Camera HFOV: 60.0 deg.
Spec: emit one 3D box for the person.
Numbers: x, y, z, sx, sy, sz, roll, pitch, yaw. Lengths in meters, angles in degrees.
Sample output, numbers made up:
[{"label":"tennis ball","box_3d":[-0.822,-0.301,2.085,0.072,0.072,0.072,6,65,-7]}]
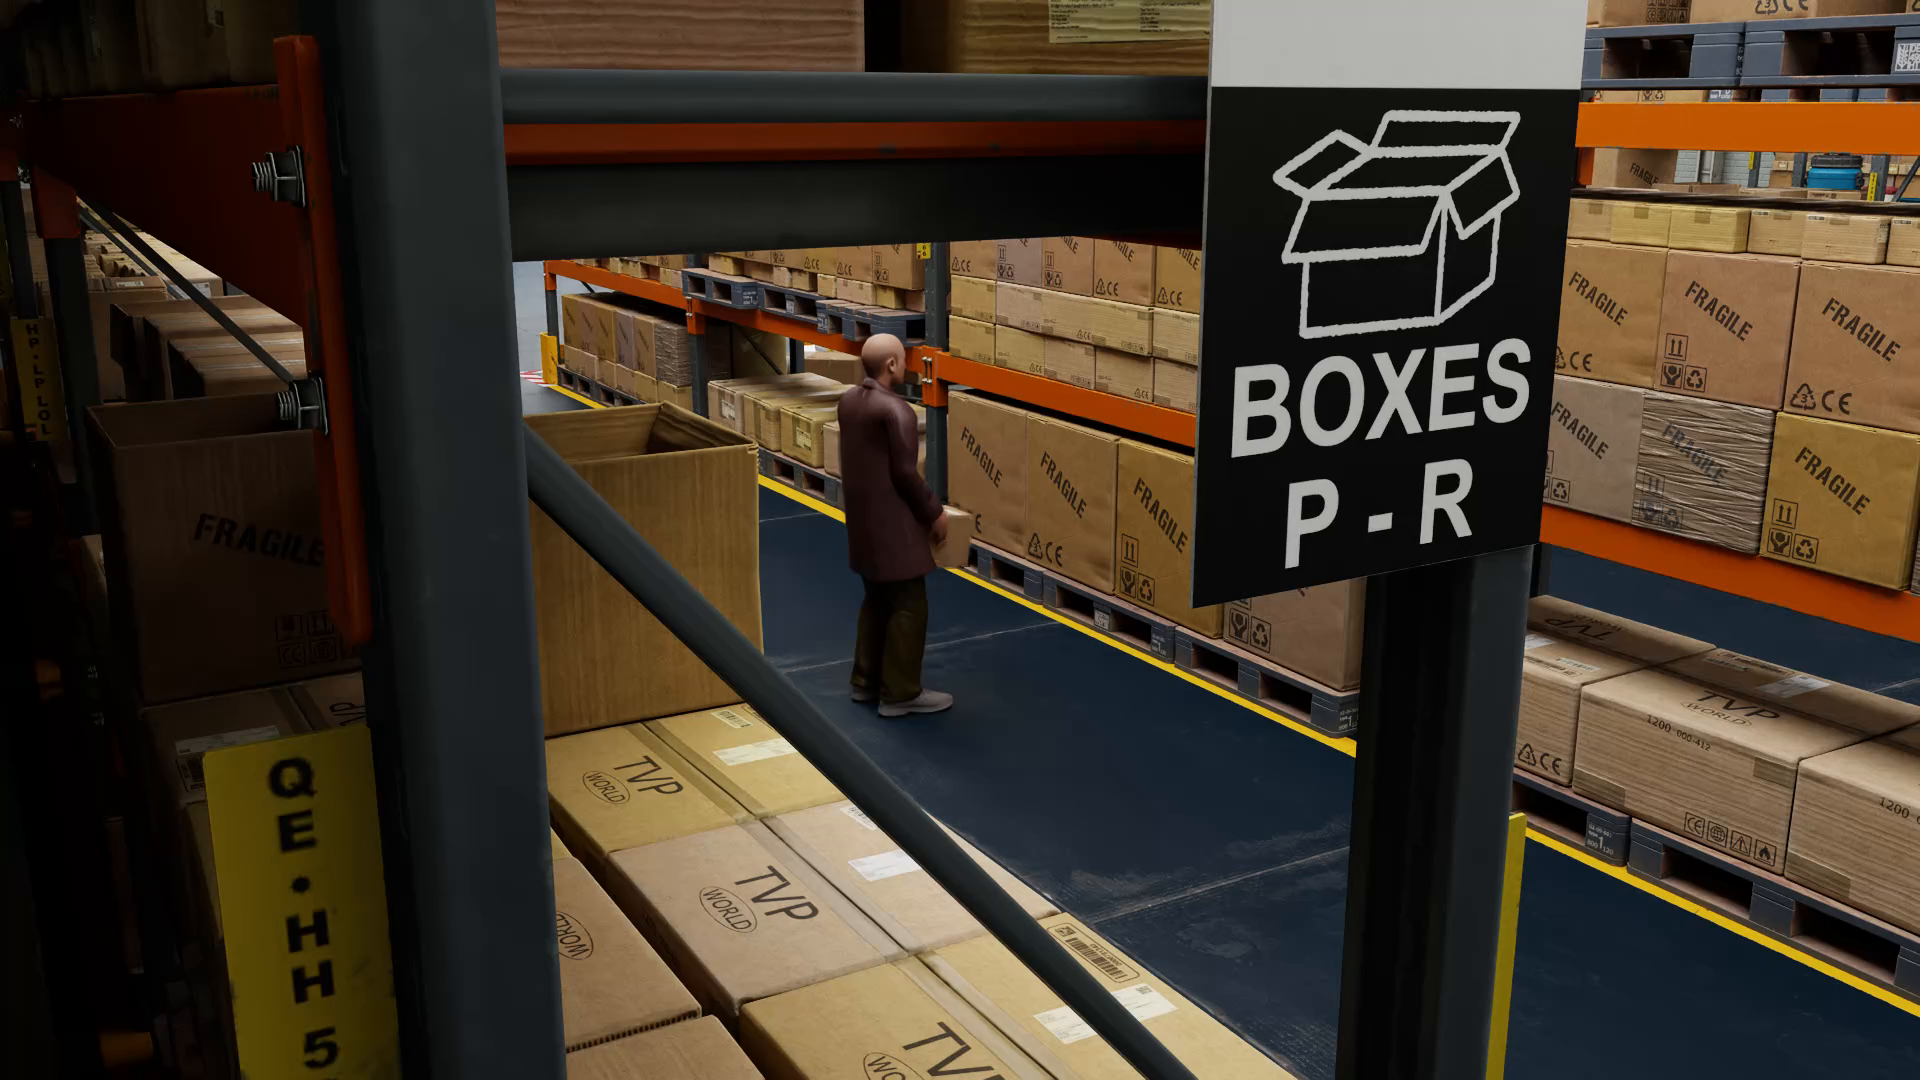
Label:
[{"label":"person","box_3d":[-0.320,-0.054,7.835,0.443,1.723,0.579,-9,17,-31]}]
